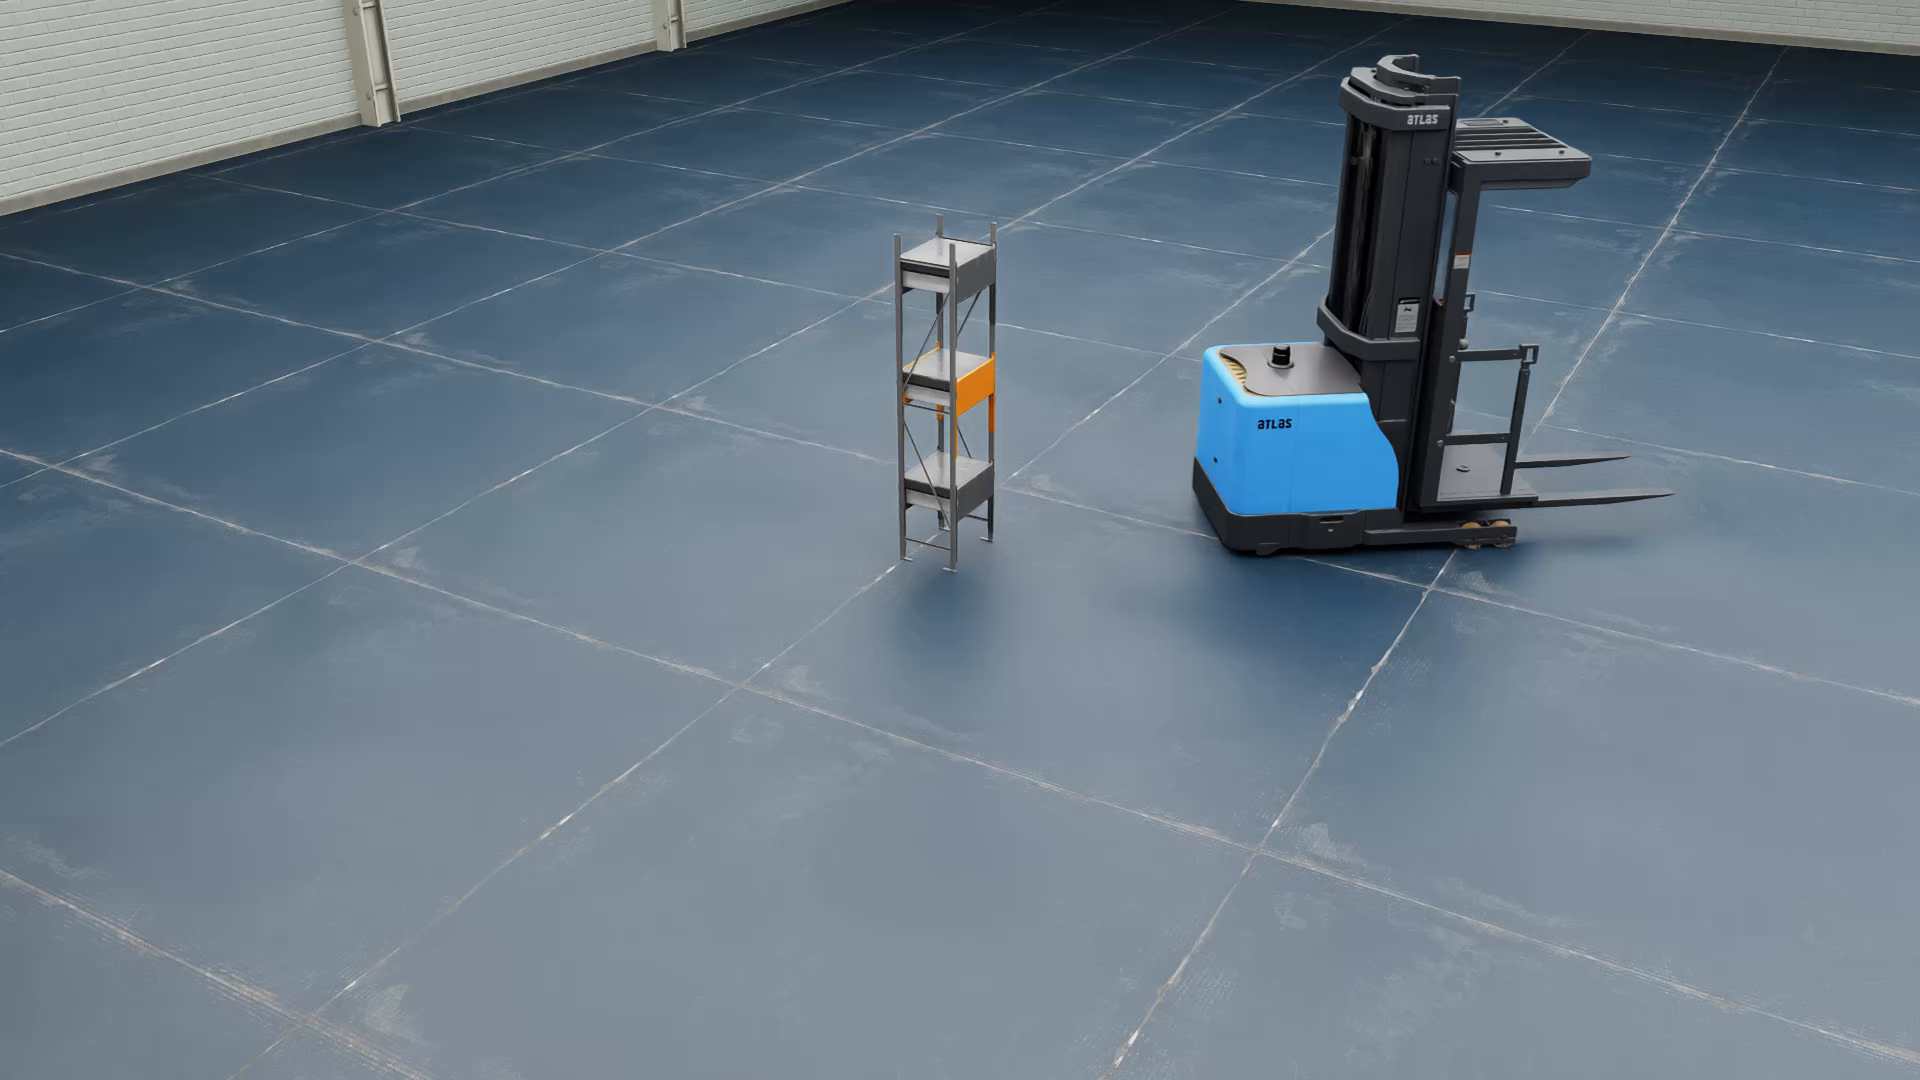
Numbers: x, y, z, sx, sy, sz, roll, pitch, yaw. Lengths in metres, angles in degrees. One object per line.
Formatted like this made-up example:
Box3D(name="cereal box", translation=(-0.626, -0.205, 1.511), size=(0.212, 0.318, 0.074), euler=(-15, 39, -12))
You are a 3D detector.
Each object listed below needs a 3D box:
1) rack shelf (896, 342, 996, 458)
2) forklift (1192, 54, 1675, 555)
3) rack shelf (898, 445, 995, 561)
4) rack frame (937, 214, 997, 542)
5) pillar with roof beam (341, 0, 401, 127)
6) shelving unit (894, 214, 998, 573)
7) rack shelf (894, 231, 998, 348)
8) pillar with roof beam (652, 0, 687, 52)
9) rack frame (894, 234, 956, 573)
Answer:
Box3D(name="rack shelf", translation=(-0.081, -0.862, 10.157), size=(0.431, 0.518, 0.480), euler=(14, 30, 26))
Box3D(name="forklift", translation=(3.131, -1.487, 10.446), size=(3.031, 2.935, 1.130), euler=(-3, 27, -6))
Box3D(name="rack shelf", translation=(-0.081, -0.236, 10.471), size=(0.431, 0.518, 0.480), euler=(14, 30, 26))
Box3D(name="rack frame", translation=(0.039, -0.970, 10.341), size=(0.400, 2.100, 0.015), euler=(14, 30, 26))
Box3D(name="pillar with roof beam", translation=(-3.760, -8.491, 17.660), size=(9.100, 9.000, 0.400), euler=(14, 30, 26))
Box3D(name="shelving unit", translation=(-0.081, -0.874, 10.151), size=(0.431, 2.100, 0.503), euler=(14, 30, 26))
Box3D(name="rack shelf", translation=(-0.081, -1.488, 9.844), size=(0.431, 0.518, 0.480), euler=(14, 30, 26))
Box3D(name="pillar with roof beam", translation=(-0.809, -10.830, 22.331), size=(9.100, 9.000, 0.400), euler=(14, 30, 26))
Box3D(name="rack frame", translation=(-0.201, -0.779, 9.961), size=(0.400, 2.100, 0.015), euler=(14, 30, 26))
